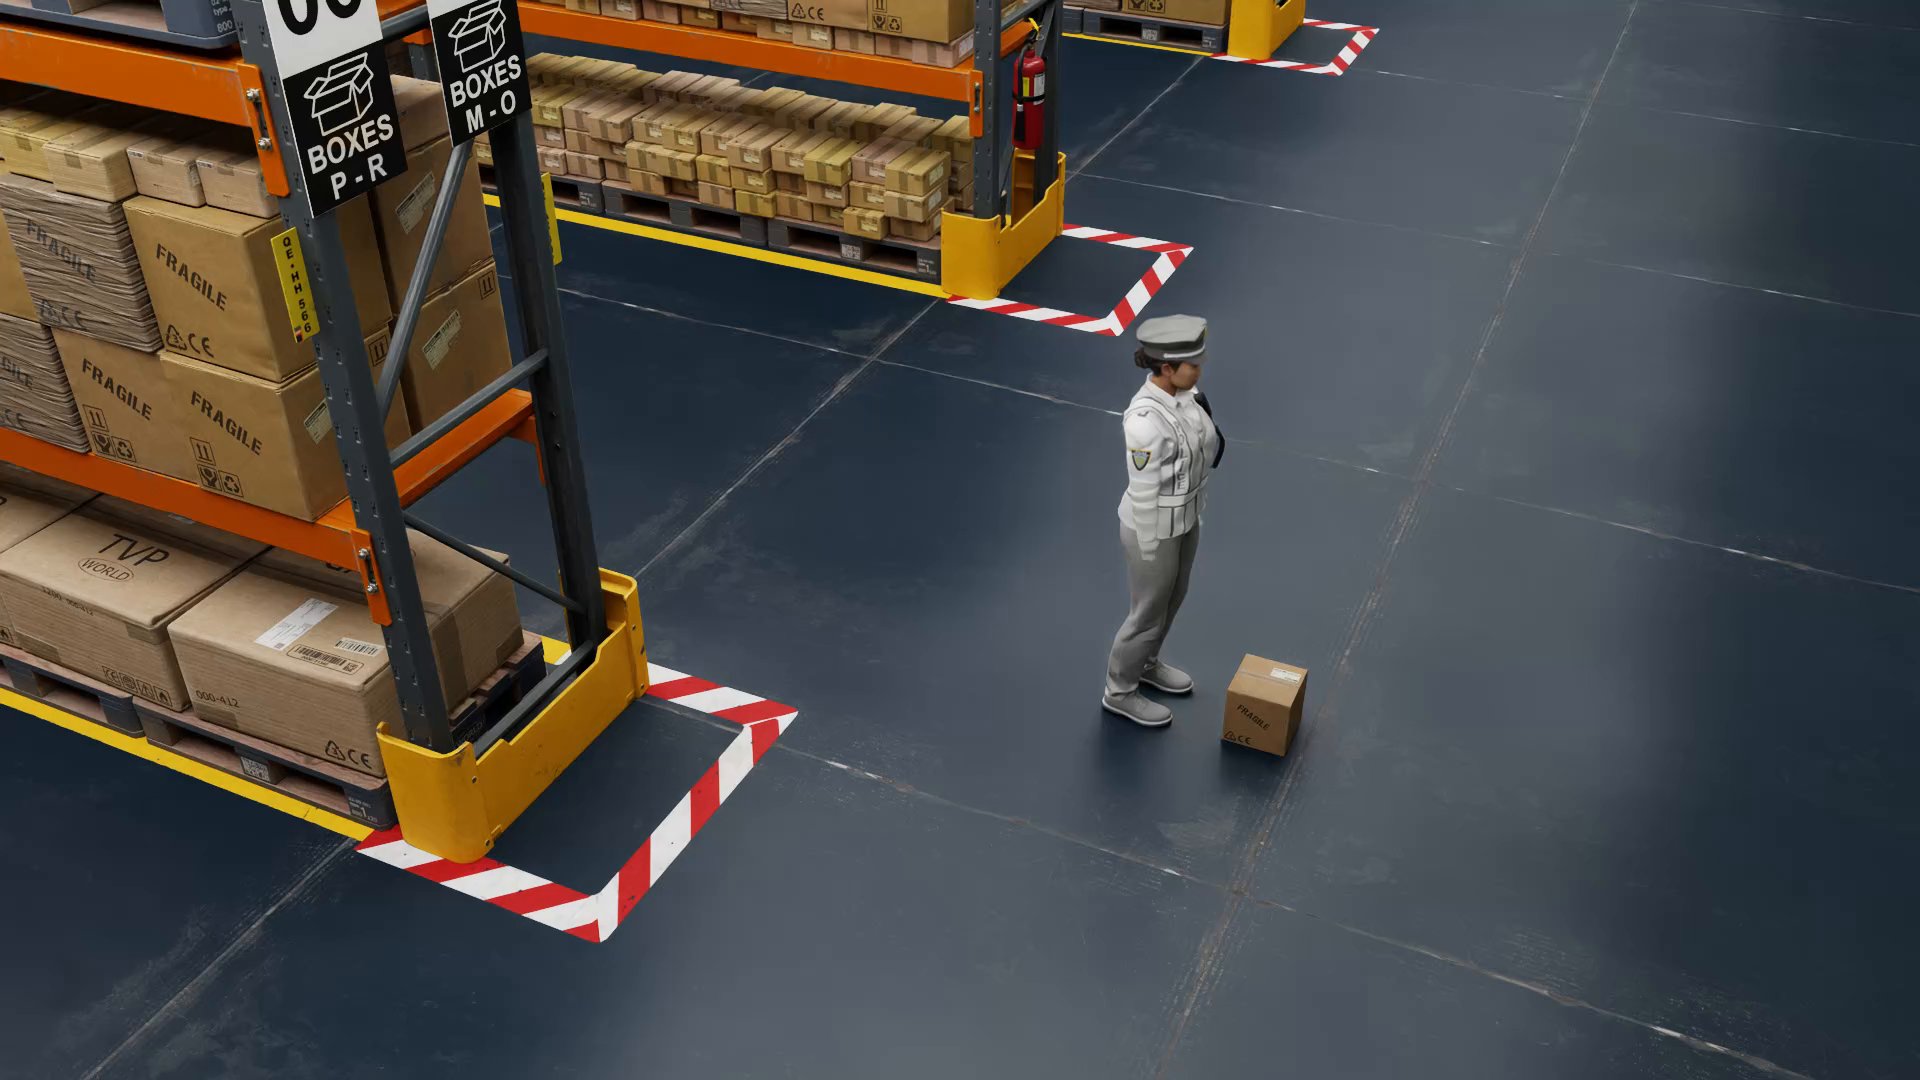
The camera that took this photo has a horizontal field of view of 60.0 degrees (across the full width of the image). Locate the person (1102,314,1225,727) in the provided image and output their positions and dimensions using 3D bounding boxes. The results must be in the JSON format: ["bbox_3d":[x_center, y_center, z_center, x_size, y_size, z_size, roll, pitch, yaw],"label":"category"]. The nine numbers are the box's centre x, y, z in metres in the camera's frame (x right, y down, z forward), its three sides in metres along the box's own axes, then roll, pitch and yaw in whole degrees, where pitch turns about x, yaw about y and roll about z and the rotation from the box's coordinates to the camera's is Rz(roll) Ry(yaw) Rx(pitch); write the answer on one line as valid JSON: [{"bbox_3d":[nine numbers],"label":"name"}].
[{"bbox_3d":[0.767,-0.059,6.233,0.329,1.662,0.449,15,37,21],"label":"person"}]
